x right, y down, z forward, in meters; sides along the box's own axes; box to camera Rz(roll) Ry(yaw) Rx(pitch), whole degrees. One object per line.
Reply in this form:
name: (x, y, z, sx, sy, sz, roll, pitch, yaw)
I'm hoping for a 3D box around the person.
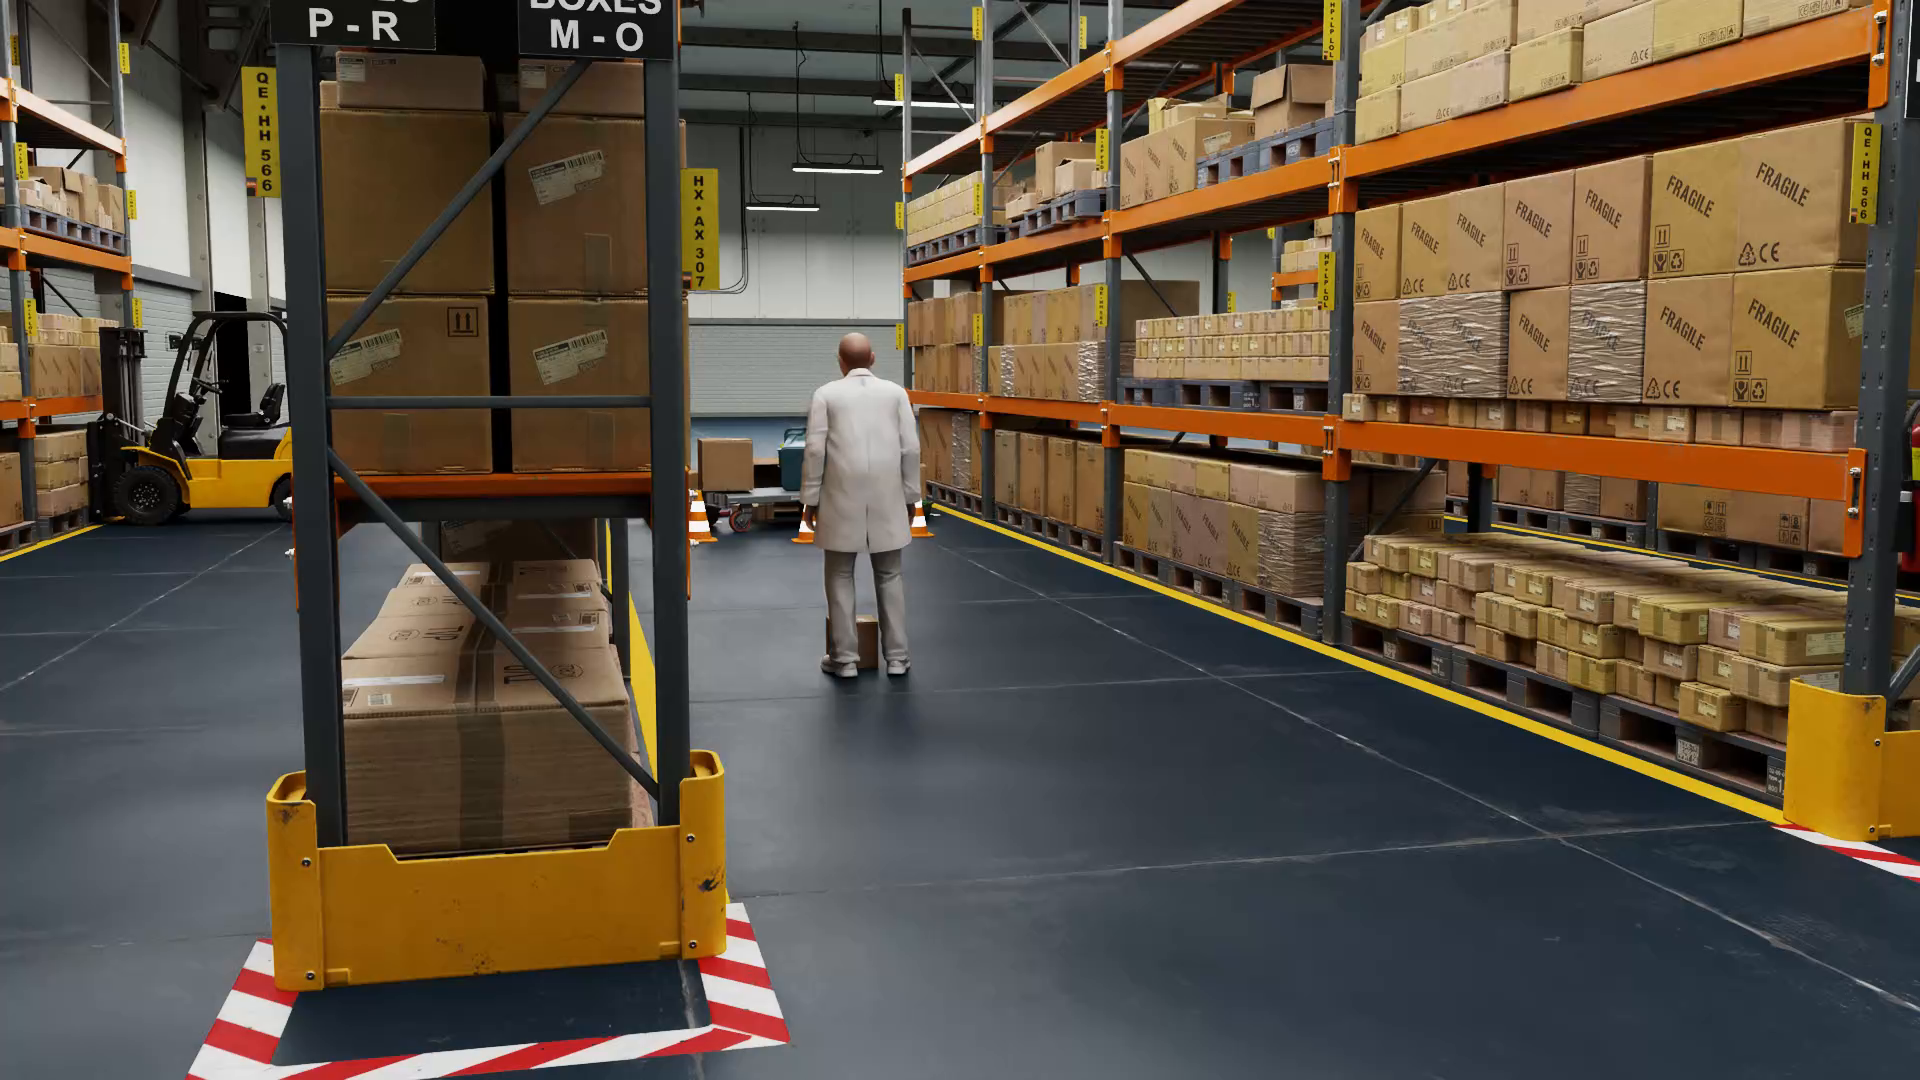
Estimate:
person: (-0.513, -0.185, 8.650, 0.643, 1.775, 0.422, -1, 6, -13)
